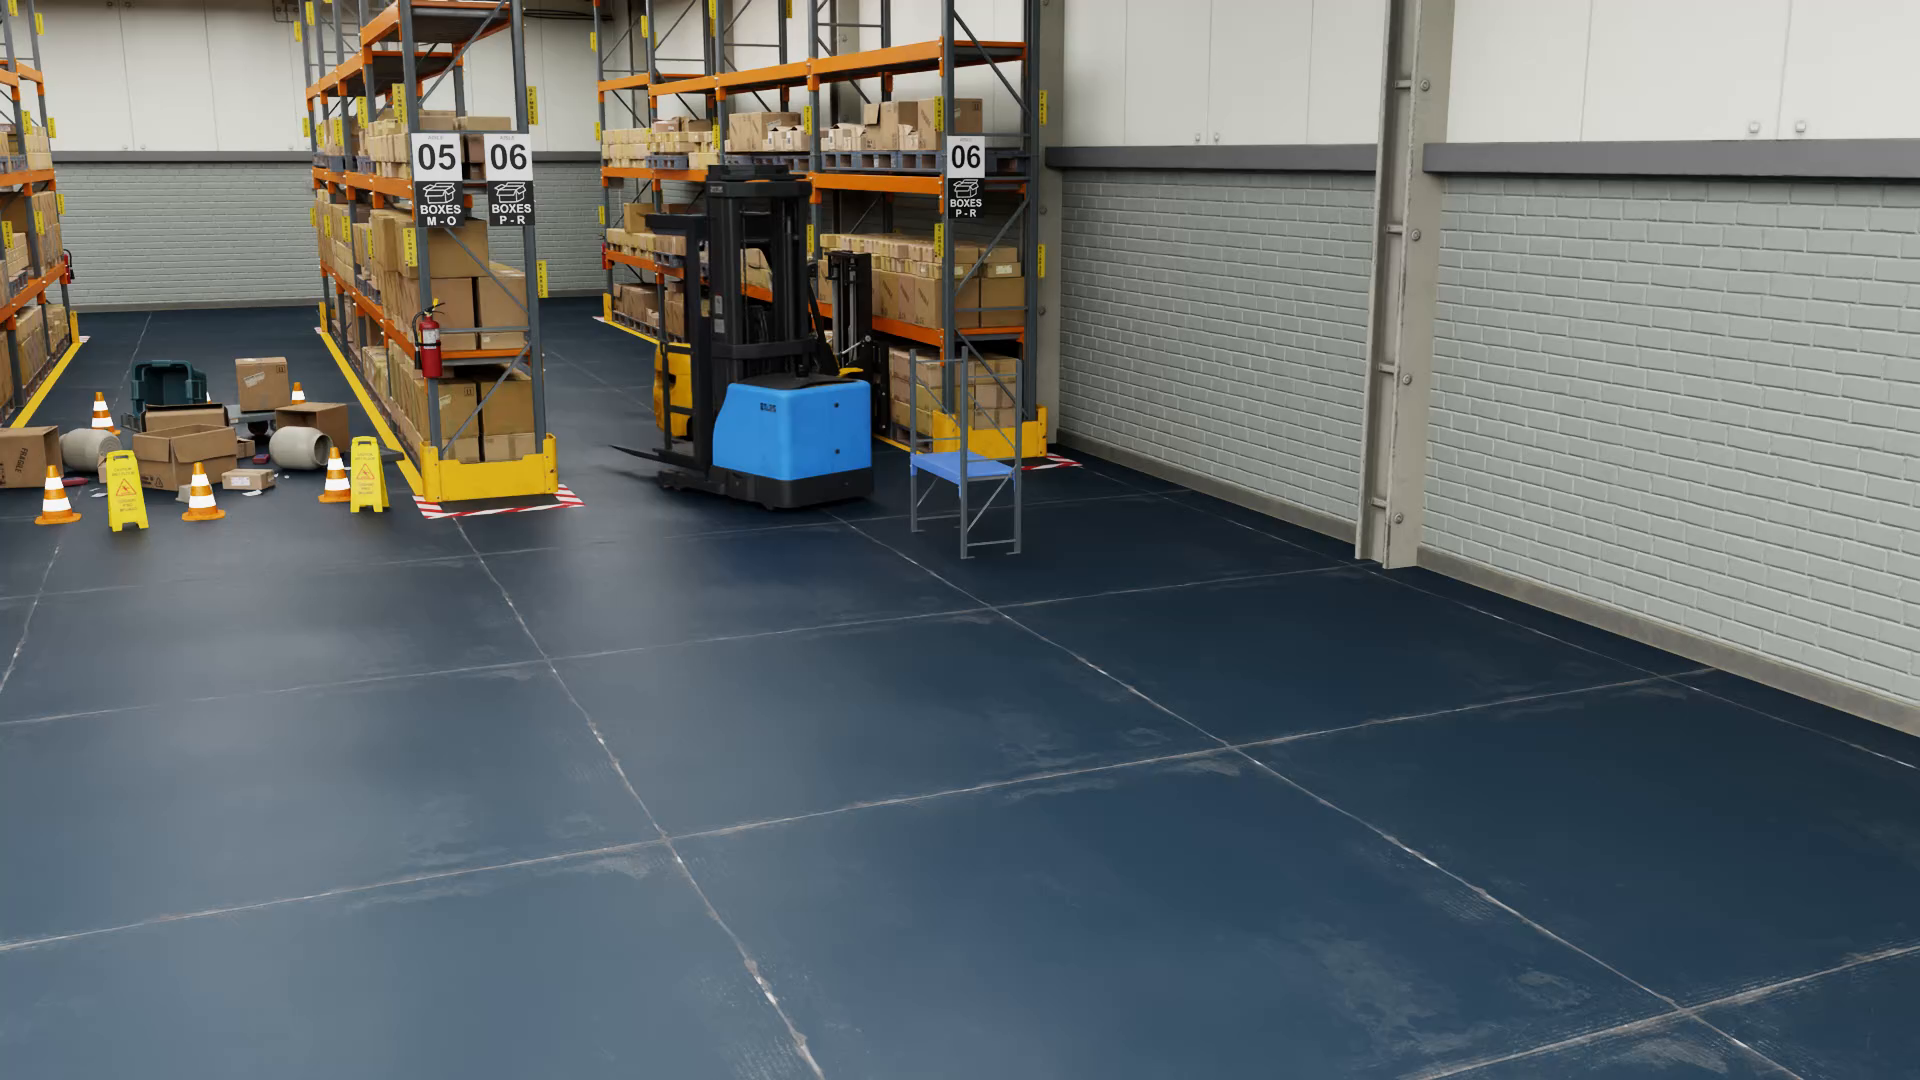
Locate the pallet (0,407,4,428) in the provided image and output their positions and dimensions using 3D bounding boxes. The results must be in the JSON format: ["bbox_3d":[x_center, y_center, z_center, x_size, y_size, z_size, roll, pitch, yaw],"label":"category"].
[{"bbox_3d":[-11.214,-1.269,18.384,1.003,0.211,1.213,-6,14,-23],"label":"pallet"}]

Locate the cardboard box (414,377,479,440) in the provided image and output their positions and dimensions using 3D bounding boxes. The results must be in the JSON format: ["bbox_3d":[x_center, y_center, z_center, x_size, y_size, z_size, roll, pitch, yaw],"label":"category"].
[{"bbox_3d":[-4.806,-1.236,15.562,0.500,0.500,0.500,-6,14,-23],"label":"cardboard box"}]

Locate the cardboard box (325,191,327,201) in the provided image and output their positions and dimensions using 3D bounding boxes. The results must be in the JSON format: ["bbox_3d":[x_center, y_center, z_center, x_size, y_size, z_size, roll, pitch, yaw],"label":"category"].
[{"bbox_3d":[-10.034,-5.549,26.816,0.380,0.149,0.250,-6,14,-23],"label":"cardboard box"}]

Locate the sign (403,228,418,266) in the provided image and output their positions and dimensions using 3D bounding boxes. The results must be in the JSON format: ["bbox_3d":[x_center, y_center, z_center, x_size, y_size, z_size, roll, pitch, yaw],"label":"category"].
[{"bbox_3d":[-4.762,-2.536,14.406,0.100,0.325,0.005,-6,14,-23],"label":"sign"}]

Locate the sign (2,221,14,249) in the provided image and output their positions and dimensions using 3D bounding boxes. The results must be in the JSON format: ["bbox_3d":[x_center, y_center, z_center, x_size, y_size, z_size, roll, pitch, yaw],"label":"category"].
[{"bbox_3d":[-11.438,-3.664,19.979,0.100,0.325,0.005,-6,14,-23],"label":"sign"}]

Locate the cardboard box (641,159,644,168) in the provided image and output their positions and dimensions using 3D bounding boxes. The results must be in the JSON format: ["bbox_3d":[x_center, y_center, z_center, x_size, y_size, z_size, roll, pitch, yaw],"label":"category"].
[{"bbox_3d":[-5.116,-6.286,27.782,0.380,0.149,0.250,-5,14,-21],"label":"cardboard box"}]

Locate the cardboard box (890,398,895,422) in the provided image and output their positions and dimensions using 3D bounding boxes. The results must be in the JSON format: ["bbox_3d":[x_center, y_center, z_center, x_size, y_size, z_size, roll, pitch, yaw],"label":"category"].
[{"bbox_3d":[-0.560,-1.454,18.168,0.500,0.250,0.500,-5,14,-22],"label":"cardboard box"}]

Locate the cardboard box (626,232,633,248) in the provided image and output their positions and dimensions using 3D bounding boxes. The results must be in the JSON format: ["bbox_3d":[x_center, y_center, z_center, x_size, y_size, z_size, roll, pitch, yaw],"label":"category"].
[{"bbox_3d":[-5.541,-5.260,29.118,0.500,0.250,0.500,-6,14,-24],"label":"cardboard box"}]

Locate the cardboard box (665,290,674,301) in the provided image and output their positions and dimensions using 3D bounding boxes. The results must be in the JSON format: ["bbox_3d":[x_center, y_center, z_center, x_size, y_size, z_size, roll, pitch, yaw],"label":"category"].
[{"bbox_3d":[-4.606,-3.997,27.160,0.380,0.149,0.250,-5,14,-20],"label":"cardboard box"}]

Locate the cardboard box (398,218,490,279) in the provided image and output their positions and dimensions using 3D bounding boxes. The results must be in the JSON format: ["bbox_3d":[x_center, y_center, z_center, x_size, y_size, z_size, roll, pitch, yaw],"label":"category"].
[{"bbox_3d":[-4.650,-2.630,14.984,0.700,0.500,0.500,-6,14,-24],"label":"cardboard box"}]

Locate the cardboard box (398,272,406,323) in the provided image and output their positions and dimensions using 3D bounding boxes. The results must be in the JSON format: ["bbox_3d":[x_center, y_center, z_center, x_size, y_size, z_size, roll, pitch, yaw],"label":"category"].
[{"bbox_3d":[-5.109,-2.352,16.000,0.500,0.500,0.500,-6,14,-23],"label":"cardboard box"}]

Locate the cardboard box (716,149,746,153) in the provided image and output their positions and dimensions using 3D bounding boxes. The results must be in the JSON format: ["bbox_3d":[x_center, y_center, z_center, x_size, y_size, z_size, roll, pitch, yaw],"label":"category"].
[{"bbox_3d":[-3.266,-5.600,23.709,0.380,0.149,0.250,-5,14,-22],"label":"cardboard box"}]

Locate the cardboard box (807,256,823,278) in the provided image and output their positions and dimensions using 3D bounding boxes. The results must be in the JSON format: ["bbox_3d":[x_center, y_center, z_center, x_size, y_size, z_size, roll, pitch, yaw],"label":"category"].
[{"bbox_3d":[-1.732,-3.388,20.581,0.500,0.250,0.500,-6,14,-24],"label":"cardboard box"}]

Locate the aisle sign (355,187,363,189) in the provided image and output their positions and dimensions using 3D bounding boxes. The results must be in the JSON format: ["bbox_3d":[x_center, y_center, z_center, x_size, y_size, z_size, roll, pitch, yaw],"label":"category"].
[{"bbox_3d":[-10.400,-6.479,28.945,0.394,0.787,0.004,-6,14,-23],"label":"aisle sign"}]

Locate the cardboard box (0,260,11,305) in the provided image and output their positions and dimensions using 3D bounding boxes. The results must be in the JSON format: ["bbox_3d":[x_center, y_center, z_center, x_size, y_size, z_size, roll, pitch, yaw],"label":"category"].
[{"bbox_3d":[-11.519,-3.029,19.581,0.500,0.500,0.500,-6,14,-23],"label":"cardboard box"}]

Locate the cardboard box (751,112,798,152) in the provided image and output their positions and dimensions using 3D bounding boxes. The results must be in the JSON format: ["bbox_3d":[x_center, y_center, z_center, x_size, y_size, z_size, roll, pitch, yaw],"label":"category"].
[{"bbox_3d":[-2.429,-5.347,21.794,0.500,0.500,0.500,-5,14,-22],"label":"cardboard box"}]

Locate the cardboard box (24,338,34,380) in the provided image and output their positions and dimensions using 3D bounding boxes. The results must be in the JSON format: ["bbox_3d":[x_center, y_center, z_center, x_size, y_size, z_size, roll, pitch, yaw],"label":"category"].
[{"bbox_3d":[-12.200,-2.308,21.303,0.500,0.500,0.500,-5,14,-22],"label":"cardboard box"}]

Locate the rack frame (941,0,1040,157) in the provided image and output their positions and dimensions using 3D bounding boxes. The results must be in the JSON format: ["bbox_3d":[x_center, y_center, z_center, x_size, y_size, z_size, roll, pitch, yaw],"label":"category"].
[{"bbox_3d":[0.301,-5.236,16.035,1.000,3.000,0.127,-6,14,-23],"label":"rack frame"}]

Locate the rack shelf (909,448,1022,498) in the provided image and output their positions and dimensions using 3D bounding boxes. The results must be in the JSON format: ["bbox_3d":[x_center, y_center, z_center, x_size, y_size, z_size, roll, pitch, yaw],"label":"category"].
[{"bbox_3d":[0.034,-0.538,13.165,0.538,0.185,1.000,-6,14,-23],"label":"rack shelf"}]

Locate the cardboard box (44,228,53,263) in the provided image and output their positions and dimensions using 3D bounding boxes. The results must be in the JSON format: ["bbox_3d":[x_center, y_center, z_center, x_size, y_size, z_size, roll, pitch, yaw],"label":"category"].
[{"bbox_3d":[-13.889,-4.403,24.859,0.500,0.500,0.500,-6,14,-24],"label":"cardboard box"}]

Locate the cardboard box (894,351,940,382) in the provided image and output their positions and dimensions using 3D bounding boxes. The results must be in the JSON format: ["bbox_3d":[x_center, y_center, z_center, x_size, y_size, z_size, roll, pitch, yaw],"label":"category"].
[{"bbox_3d":[-0.379,-1.837,17.604,0.500,0.250,0.500,-5,14,-22],"label":"cardboard box"}]

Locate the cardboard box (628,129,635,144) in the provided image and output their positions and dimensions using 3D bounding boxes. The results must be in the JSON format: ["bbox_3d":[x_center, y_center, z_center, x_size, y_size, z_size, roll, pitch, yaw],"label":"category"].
[{"bbox_3d":[-5.335,-6.861,28.274,0.500,0.250,0.500,-5,14,-22],"label":"cardboard box"}]

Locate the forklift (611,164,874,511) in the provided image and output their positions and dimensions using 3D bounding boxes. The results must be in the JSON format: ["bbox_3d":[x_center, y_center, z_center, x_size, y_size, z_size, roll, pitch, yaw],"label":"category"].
[{"bbox_3d":[-2.155,-1.948,15.285,1.130,2.935,3.031,-12,18,-42],"label":"forklift"}]

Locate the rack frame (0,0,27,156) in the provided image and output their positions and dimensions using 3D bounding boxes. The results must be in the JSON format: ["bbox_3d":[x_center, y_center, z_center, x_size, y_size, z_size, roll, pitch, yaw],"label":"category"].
[{"bbox_3d":[-13.548,-6.798,22.784,1.000,3.000,0.127,-6,14,-23],"label":"rack frame"}]

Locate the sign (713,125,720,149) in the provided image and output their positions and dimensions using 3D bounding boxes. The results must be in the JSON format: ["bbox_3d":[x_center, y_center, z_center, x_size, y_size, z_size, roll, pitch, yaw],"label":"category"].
[{"bbox_3d":[-3.402,-5.630,23.246,0.100,0.325,0.005,-6,14,-23],"label":"sign"}]

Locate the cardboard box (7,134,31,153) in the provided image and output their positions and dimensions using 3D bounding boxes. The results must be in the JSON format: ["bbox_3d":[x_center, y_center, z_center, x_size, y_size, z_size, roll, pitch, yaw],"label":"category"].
[{"bbox_3d":[-13.521,-5.628,23.606,0.500,0.250,0.500,-5,14,-21],"label":"cardboard box"}]

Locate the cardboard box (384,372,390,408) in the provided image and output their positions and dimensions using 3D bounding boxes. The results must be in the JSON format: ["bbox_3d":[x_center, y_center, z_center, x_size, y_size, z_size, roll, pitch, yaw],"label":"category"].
[{"bbox_3d":[-6.060,-1.723,19.057,0.950,0.372,0.625,-5,14,-22],"label":"cardboard box"}]

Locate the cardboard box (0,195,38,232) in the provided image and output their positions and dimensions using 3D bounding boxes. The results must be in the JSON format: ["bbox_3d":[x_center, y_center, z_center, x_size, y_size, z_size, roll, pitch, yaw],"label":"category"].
[{"bbox_3d":[-13.505,-4.671,23.801,0.500,0.500,0.500,-5,14,-22],"label":"cardboard box"}]

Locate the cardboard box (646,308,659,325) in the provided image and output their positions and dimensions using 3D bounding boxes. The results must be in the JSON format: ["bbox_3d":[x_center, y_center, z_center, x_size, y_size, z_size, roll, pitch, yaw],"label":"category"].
[{"bbox_3d":[-5.141,-3.827,28.385,0.396,0.266,0.258,-5,14,-21],"label":"cardboard box"}]

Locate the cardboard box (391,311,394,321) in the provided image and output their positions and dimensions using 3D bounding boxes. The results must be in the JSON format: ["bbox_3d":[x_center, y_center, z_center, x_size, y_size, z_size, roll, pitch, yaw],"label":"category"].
[{"bbox_3d":[-5.867,-2.426,17.758,0.380,0.149,0.250,-5,14,-21],"label":"cardboard box"}]

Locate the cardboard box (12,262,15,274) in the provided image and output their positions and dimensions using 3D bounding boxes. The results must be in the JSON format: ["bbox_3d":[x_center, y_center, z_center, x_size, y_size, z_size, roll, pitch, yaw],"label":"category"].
[{"bbox_3d":[-12.473,-3.515,21.532,0.380,0.149,0.250,-5,14,-22],"label":"cardboard box"}]

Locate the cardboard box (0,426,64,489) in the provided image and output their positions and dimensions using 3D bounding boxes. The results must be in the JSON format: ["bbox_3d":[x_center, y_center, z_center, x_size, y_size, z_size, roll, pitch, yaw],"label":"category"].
[{"bbox_3d":[-8.781,-0.778,15.616,0.500,0.500,0.500,-3,13,-13],"label":"cardboard box"}]

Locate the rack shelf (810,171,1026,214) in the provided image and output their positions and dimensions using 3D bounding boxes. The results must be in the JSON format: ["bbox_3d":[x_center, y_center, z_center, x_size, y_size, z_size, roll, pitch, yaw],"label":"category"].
[{"bbox_3d":[-0.500,-3.837,18.239,1.077,0.370,4.000,-6,14,-23],"label":"rack shelf"}]

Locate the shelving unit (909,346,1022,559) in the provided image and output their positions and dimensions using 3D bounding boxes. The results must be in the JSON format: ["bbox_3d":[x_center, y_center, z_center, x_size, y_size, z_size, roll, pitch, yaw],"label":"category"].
[{"bbox_3d":[0.034,-0.713,13.125,0.538,1.500,1.048,-6,14,-23],"label":"shelving unit"}]

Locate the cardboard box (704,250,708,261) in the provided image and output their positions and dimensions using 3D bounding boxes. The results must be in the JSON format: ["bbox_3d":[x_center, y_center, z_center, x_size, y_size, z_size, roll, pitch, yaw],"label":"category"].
[{"bbox_3d":[-3.518,-4.149,24.270,0.380,0.149,0.250,-5,14,-22],"label":"cardboard box"}]

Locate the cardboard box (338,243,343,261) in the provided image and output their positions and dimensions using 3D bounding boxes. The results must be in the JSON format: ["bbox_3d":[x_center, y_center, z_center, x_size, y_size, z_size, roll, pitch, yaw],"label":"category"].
[{"bbox_3d":[-8.518,-4.081,23.574,0.500,0.250,0.500,-6,14,-25],"label":"cardboard box"}]

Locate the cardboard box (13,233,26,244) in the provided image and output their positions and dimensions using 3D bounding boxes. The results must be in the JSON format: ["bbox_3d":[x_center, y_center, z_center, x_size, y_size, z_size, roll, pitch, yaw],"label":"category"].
[{"bbox_3d":[-13.208,-4.182,23.092,0.380,0.149,0.250,-5,14,-20],"label":"cardboard box"}]

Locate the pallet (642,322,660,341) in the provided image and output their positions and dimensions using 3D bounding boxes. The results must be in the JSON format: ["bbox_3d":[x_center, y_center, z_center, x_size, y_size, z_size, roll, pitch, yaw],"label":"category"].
[{"bbox_3d":[-4.780,-3.576,28.351,1.003,0.211,1.213,-6,14,-23],"label":"pallet"}]

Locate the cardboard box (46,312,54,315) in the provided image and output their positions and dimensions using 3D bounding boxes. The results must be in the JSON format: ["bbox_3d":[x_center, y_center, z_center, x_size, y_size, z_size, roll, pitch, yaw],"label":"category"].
[{"bbox_3d":[-14.098,-3.396,25.461,0.380,0.149,0.250,-6,14,-23],"label":"cardboard box"}]

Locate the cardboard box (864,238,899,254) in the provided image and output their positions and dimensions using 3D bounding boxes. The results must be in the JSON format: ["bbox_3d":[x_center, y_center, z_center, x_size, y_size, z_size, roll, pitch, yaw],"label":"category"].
[{"bbox_3d":[-0.857,-3.297,18.644,0.380,0.149,0.250,-6,14,-23],"label":"cardboard box"}]

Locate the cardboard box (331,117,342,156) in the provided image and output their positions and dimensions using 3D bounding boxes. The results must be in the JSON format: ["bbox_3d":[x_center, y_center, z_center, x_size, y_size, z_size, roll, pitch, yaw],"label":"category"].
[{"bbox_3d":[-8.021,-5.419,22.325,0.700,0.500,0.500,-6,15,-26],"label":"cardboard box"}]

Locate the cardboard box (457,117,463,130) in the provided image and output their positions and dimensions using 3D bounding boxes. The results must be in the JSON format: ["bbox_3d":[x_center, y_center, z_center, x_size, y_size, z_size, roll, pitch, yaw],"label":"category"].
[{"bbox_3d":[-4.317,-3.734,14.986,0.380,0.149,0.250,-6,14,-23],"label":"cardboard box"}]

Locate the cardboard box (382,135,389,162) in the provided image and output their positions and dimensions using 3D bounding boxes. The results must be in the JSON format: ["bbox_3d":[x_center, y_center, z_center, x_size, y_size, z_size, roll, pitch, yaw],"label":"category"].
[{"bbox_3d":[-5.315,-3.793,16.128,0.500,0.250,0.500,-5,14,-22],"label":"cardboard box"}]

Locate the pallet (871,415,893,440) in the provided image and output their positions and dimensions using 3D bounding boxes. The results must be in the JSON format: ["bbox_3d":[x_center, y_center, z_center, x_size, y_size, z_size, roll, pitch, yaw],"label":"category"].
[{"bbox_3d":[-0.529,-1.360,18.779,1.003,0.211,1.213,-6,14,-23],"label":"pallet"}]

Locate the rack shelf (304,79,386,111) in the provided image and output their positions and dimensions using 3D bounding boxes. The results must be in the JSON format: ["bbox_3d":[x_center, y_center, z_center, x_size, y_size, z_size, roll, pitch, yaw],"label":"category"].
[{"bbox_3d":[-9.854,-7.134,26.718,1.077,0.370,4.000,-6,14,-23],"label":"rack shelf"}]

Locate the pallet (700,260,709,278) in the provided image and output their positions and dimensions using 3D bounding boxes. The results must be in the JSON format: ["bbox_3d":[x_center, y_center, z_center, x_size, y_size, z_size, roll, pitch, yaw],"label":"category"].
[{"bbox_3d":[-3.240,-4.006,24.452,1.213,0.211,1.003,-6,14,-23],"label":"pallet"}]

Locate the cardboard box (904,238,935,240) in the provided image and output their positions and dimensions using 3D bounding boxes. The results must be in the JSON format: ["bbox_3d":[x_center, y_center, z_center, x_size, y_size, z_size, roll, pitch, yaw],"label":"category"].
[{"bbox_3d":[-0.413,-3.343,18.841,0.380,0.149,0.250,-6,14,-24],"label":"cardboard box"}]

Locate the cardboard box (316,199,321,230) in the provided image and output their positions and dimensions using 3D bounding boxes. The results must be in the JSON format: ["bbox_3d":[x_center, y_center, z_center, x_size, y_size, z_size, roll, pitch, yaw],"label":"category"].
[{"bbox_3d":[-10.510,-5.474,27.931,0.500,0.500,0.500,-6,14,-24],"label":"cardboard box"}]

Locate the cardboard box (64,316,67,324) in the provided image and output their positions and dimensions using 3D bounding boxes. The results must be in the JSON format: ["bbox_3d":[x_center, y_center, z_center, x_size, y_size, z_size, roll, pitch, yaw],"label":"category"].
[{"bbox_3d":[-14.677,-3.579,26.912,0.380,0.149,0.250,-6,14,-24],"label":"cardboard box"}]

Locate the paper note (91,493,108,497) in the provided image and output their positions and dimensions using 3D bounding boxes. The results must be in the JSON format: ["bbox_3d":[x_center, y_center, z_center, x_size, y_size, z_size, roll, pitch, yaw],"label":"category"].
[{"bbox_3d":[-7.797,-0.417,15.109,0.144,0.017,0.142,-1,13,-4],"label":"paper note"}]
